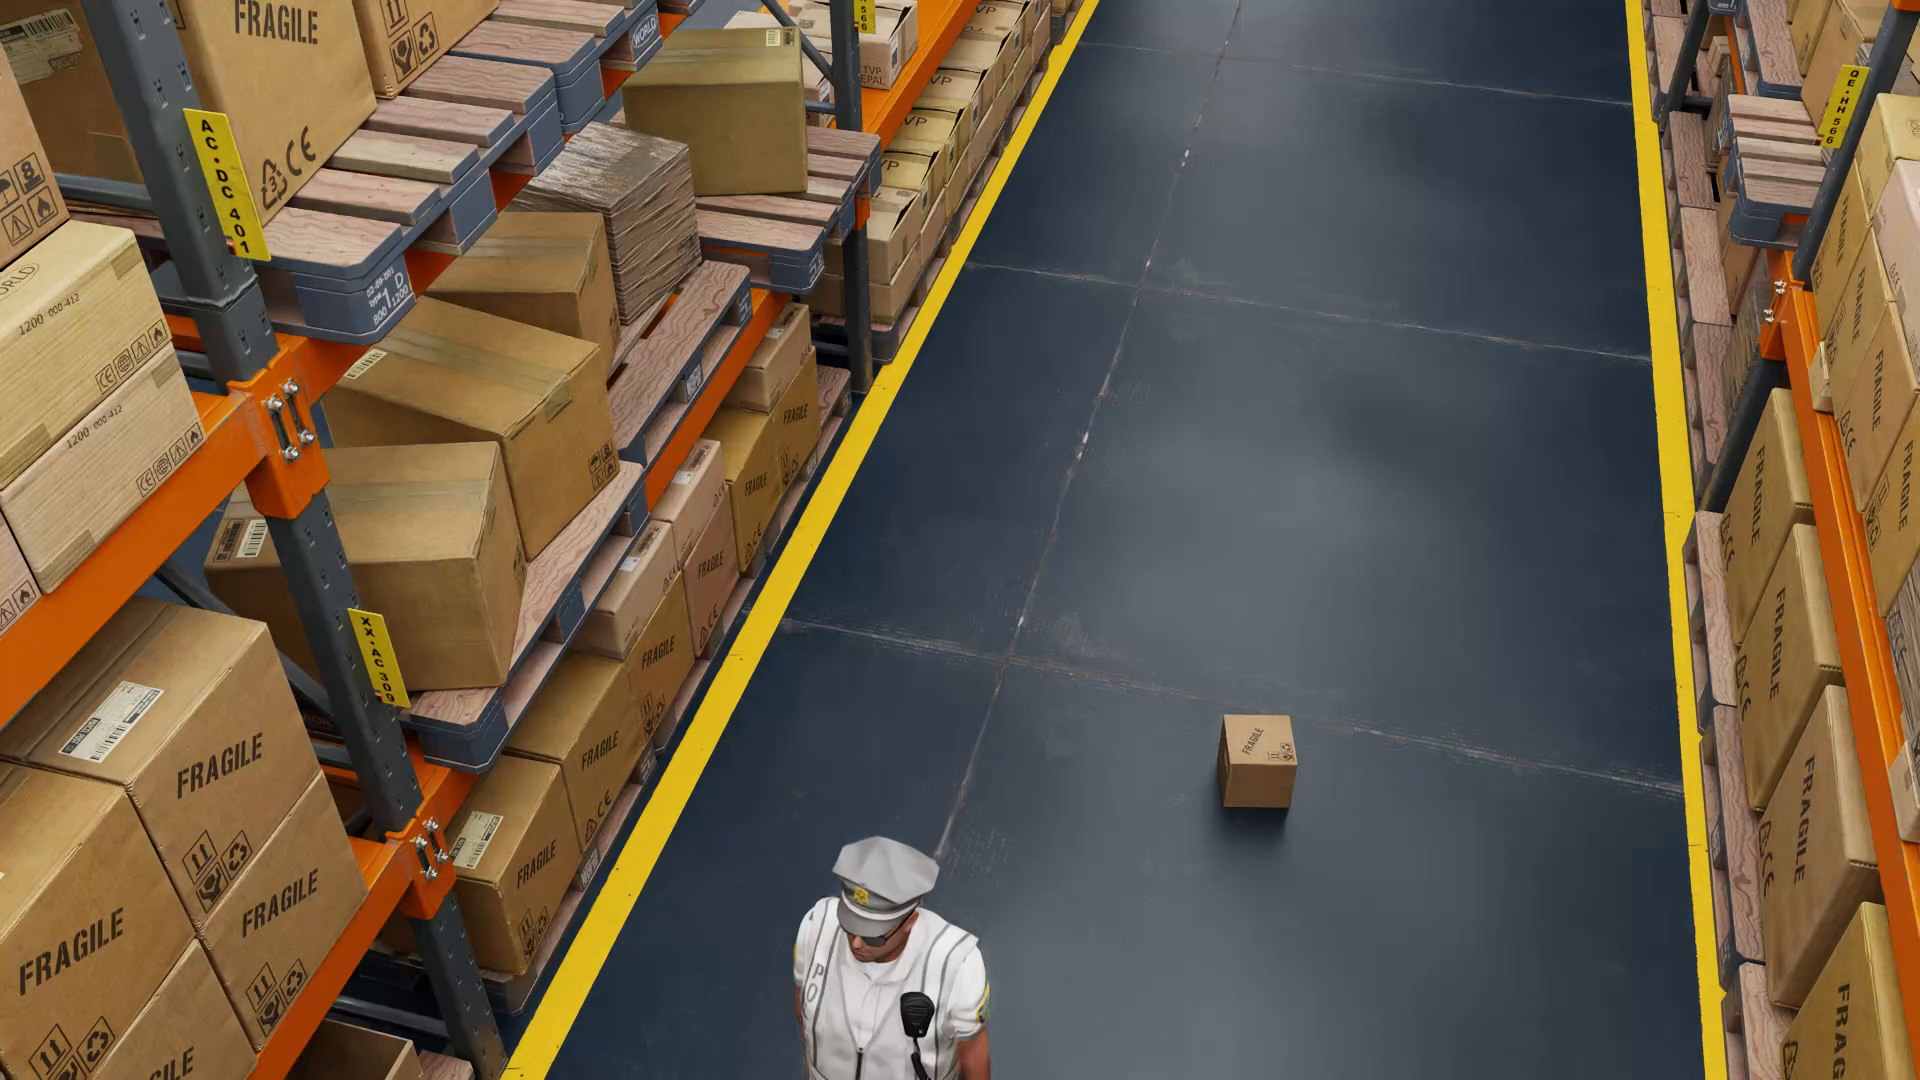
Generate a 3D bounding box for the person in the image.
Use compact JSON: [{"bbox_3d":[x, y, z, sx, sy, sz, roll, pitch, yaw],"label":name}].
[{"bbox_3d":[-0.189,1.444,4.426,0.567,1.775,0.491,14,43,15],"label":"person"}]
